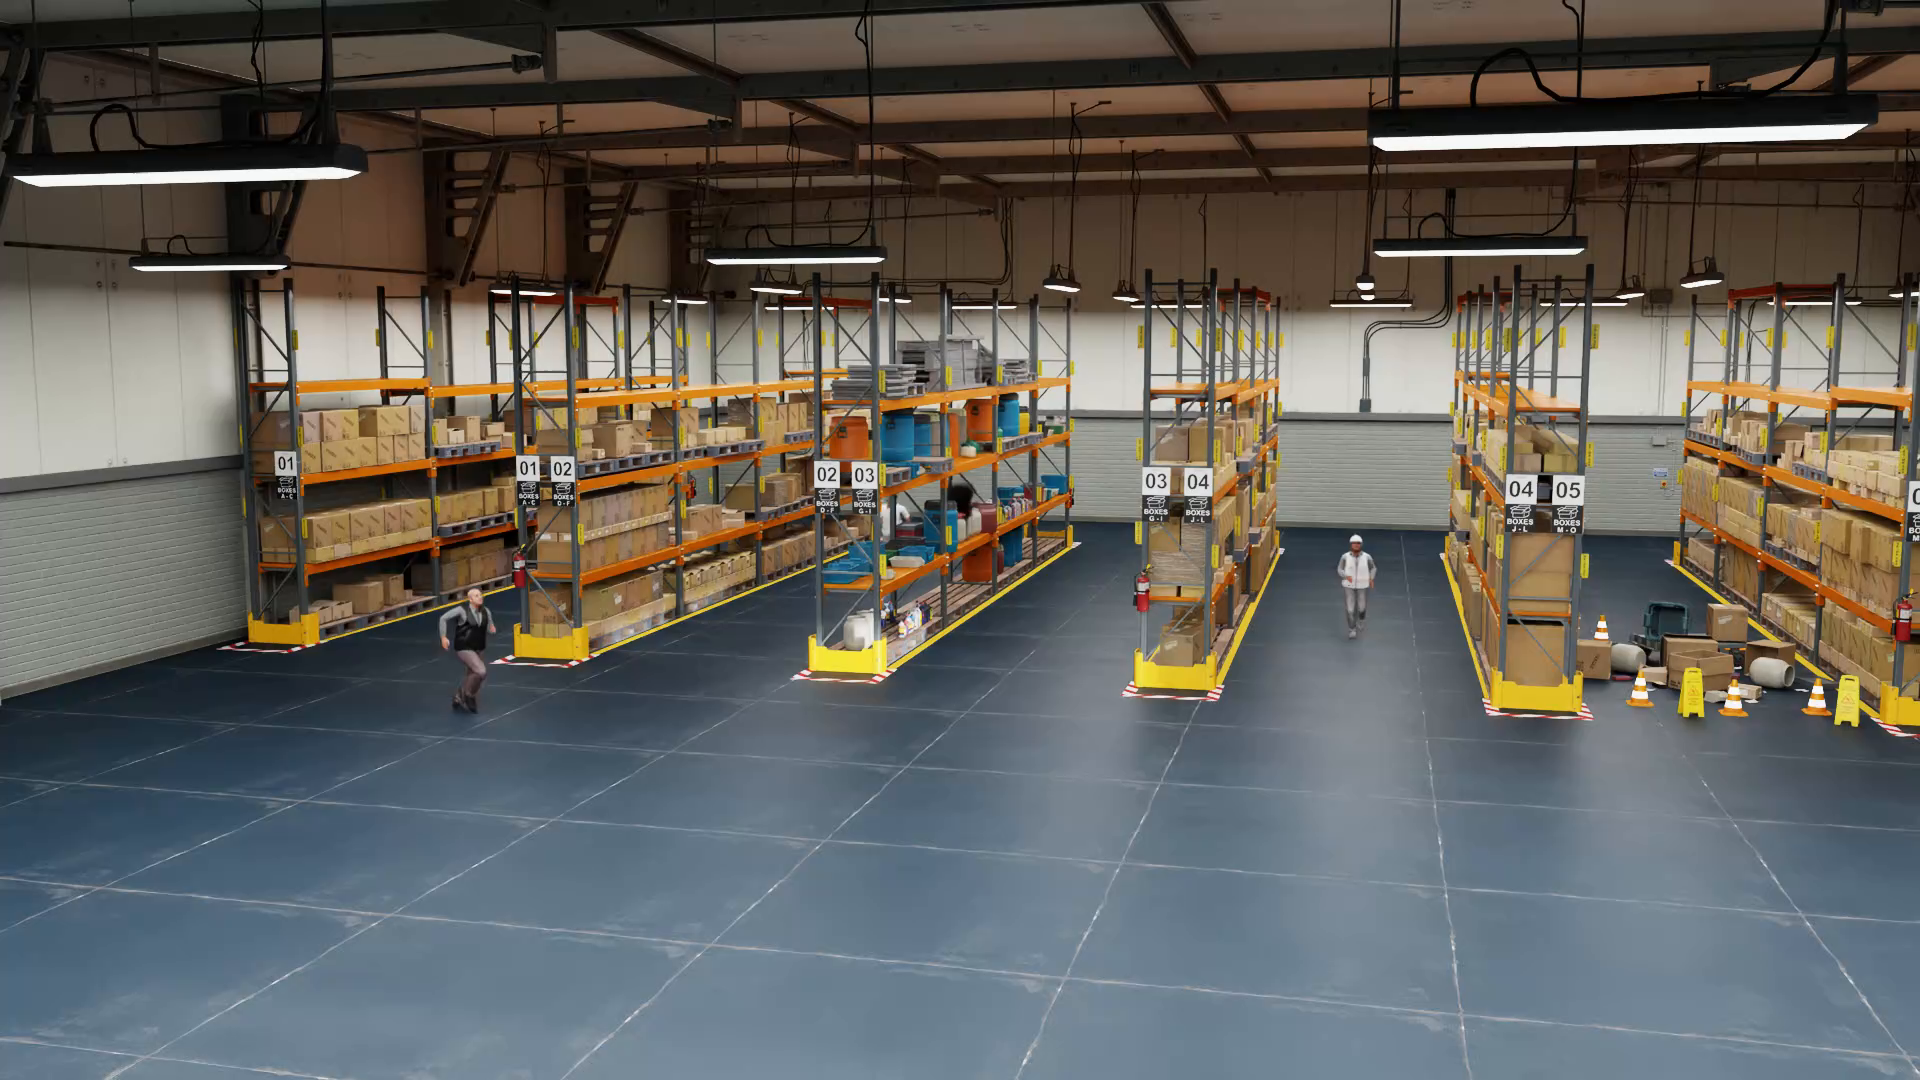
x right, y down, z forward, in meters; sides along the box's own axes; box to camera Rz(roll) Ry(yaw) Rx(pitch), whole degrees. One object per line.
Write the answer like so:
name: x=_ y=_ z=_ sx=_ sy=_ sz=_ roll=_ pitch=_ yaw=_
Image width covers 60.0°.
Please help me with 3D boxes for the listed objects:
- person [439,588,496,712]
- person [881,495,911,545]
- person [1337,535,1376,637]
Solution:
person: x=-6.546 y=1.479 z=22.280 sx=0.785 sy=1.673 sz=0.688 roll=5 pitch=8 yaw=33
person: x=-1.360 y=-0.107 z=33.111 sx=0.714 sy=1.751 sz=0.726 roll=2 pitch=7 yaw=13
person: x=6.683 y=0.788 z=28.047 sx=0.654 sy=1.730 sz=0.568 roll=1 pitch=7 yaw=12
